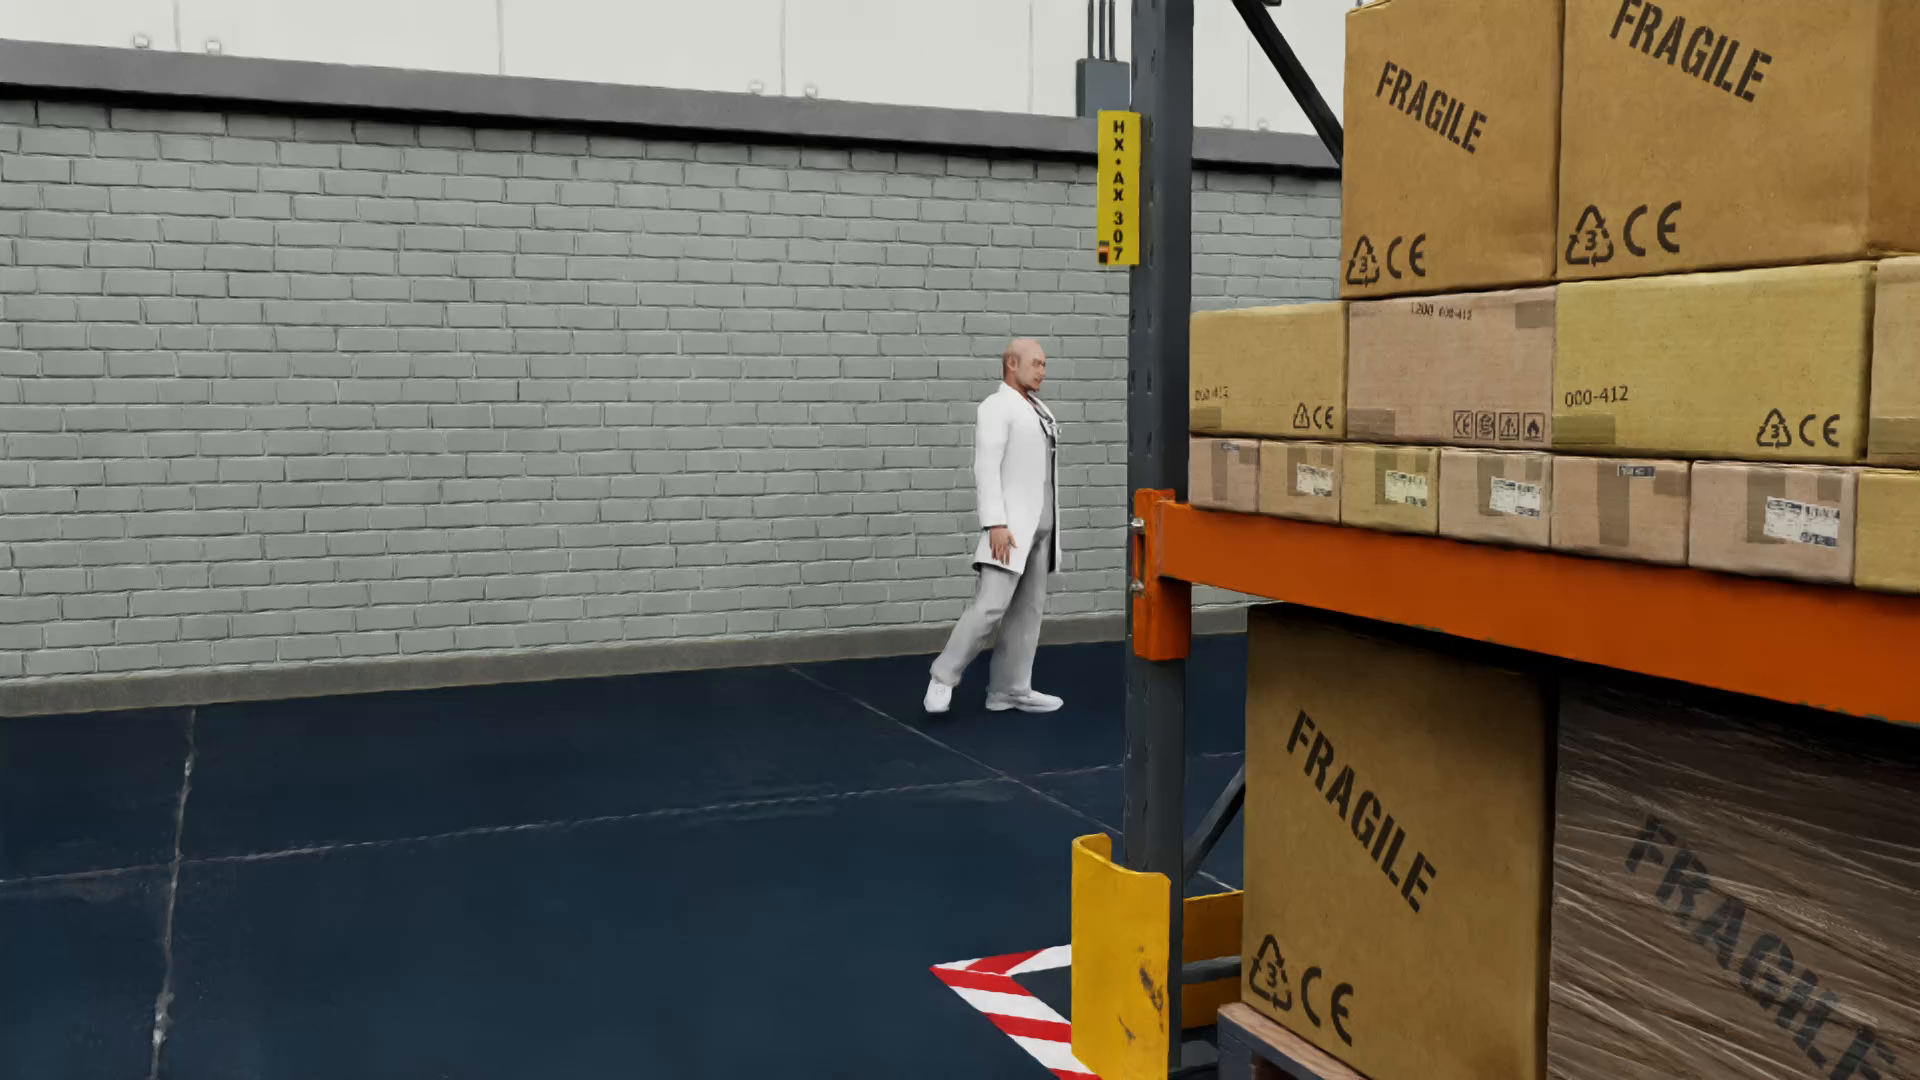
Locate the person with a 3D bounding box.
[{"bbox_3d":[0.153,-0.058,7.787,0.550,1.771,0.788,3,6,31],"label":"person"}]
